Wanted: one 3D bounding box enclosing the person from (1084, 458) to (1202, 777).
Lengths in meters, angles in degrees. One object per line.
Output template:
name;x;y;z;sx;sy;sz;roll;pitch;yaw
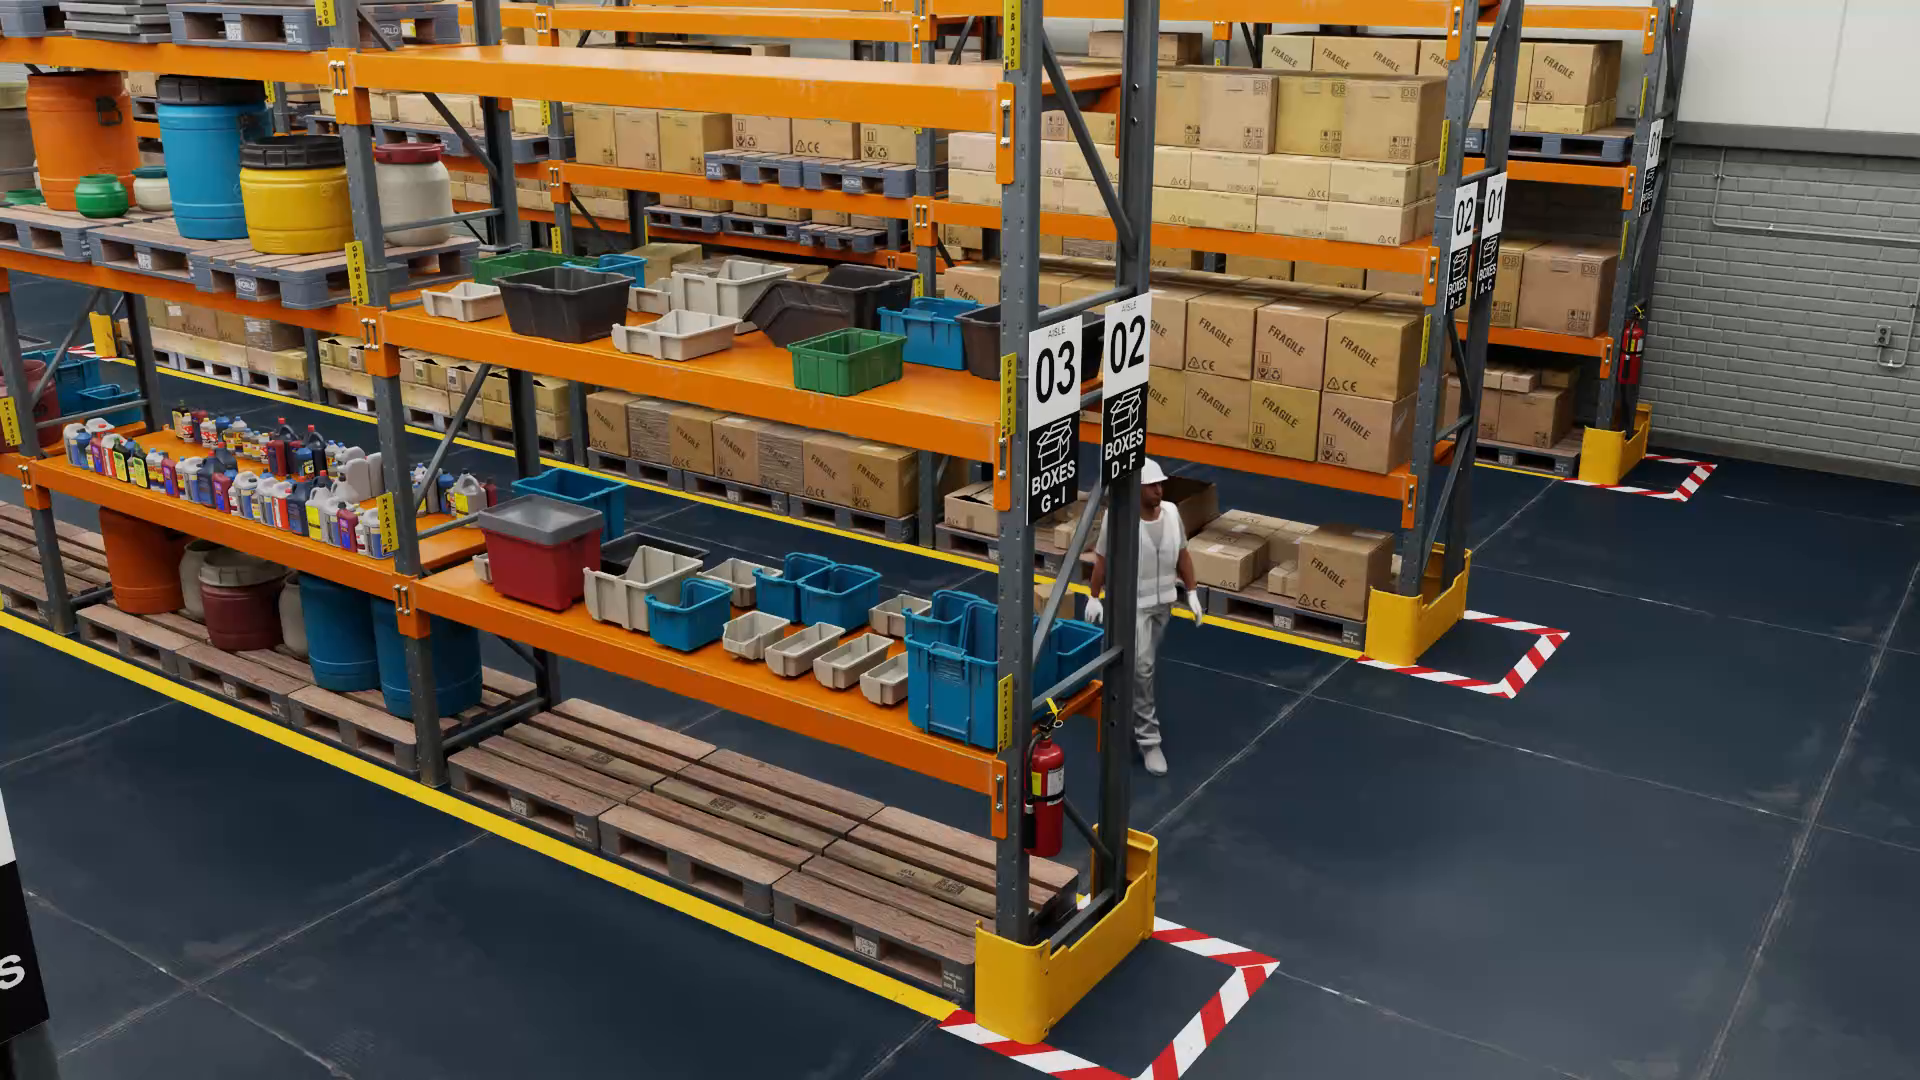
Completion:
person;1.135;0.399;9.908;0.608;1.788;0.853;-11;22;-28
